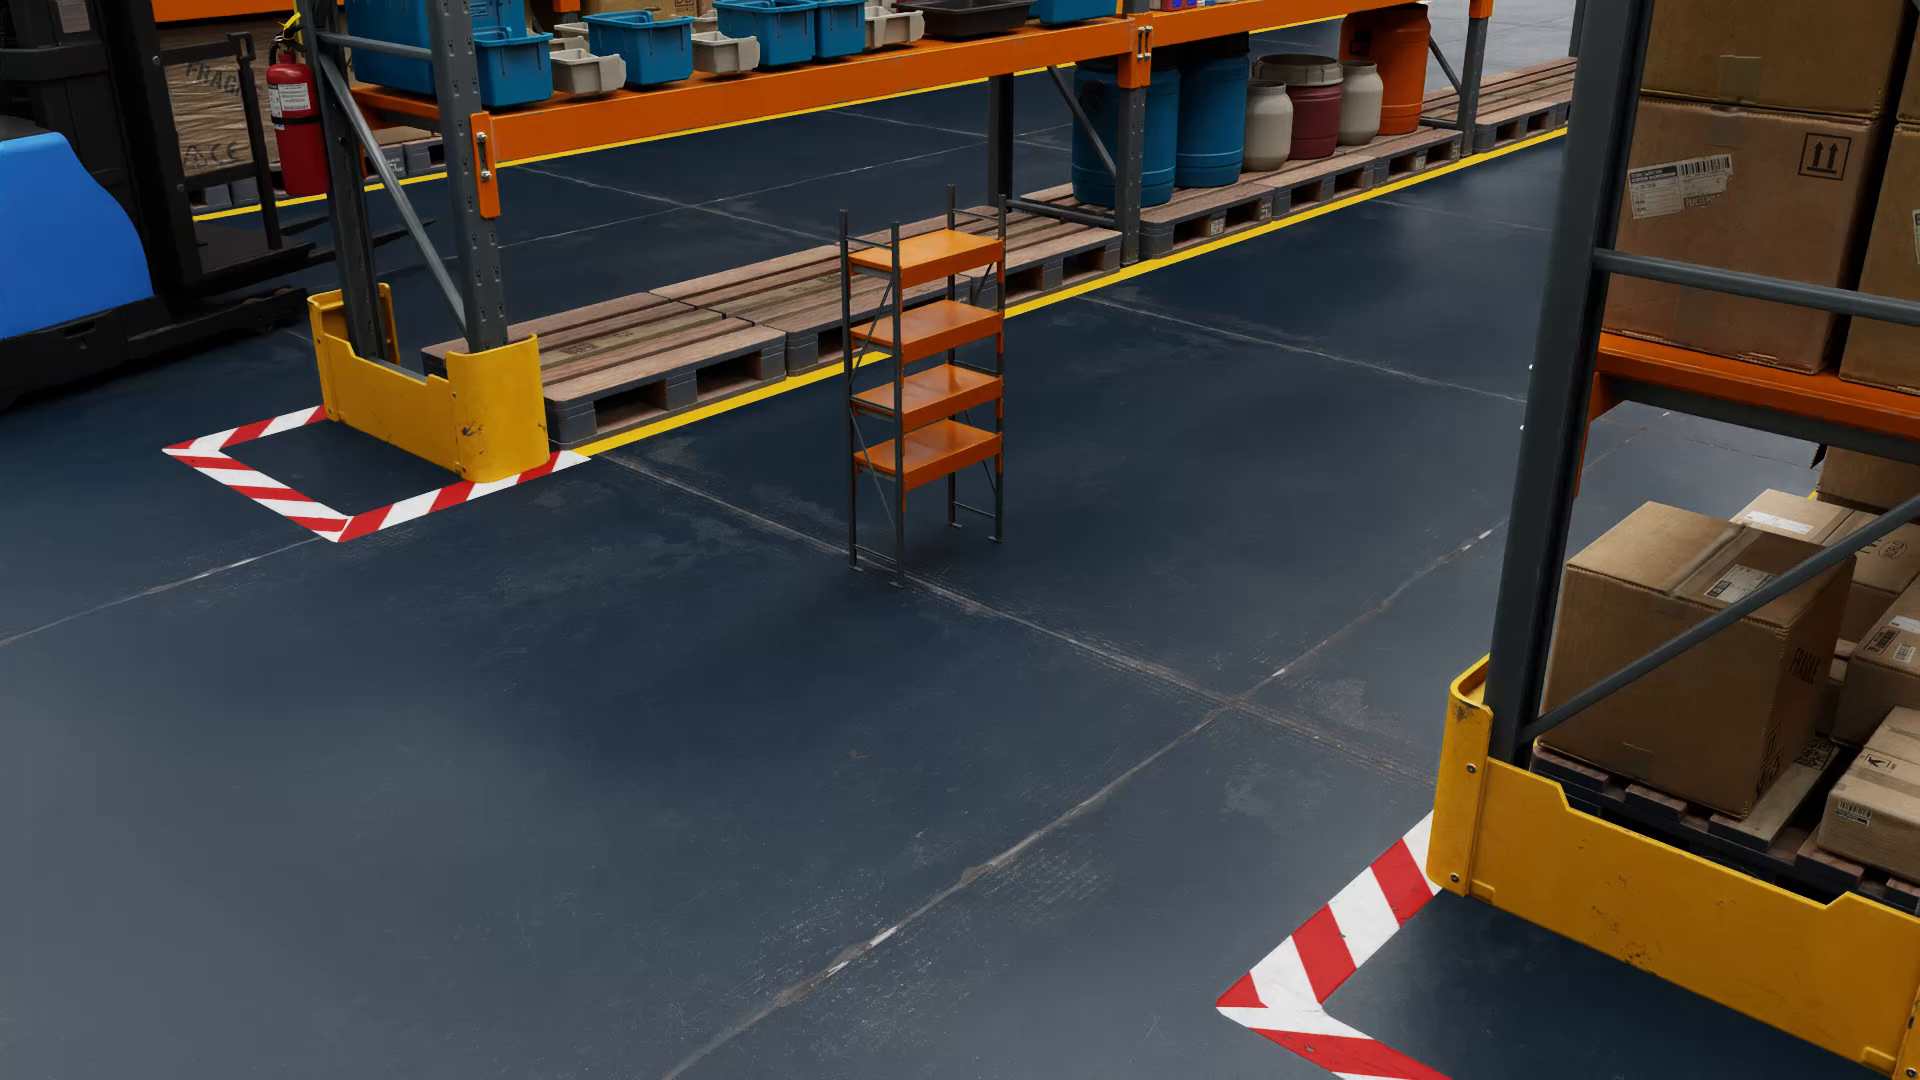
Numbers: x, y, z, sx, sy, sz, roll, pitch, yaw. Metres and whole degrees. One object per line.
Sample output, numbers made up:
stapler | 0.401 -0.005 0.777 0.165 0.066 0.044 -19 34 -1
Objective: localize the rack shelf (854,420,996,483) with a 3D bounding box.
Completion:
rack shelf | -0.110 -0.290 5.485 0.221 0.050 0.457 20 31 38

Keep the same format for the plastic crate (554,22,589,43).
plastic crate | -1.487 -2.081 6.973 0.396 0.136 0.243 20 31 38

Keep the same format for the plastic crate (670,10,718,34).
plastic crate | -1.136 -2.268 7.390 0.298 0.136 0.250 20 31 38

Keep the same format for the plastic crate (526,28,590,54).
plastic crate | -1.692 -1.996 6.785 0.396 0.136 0.243 20 31 38

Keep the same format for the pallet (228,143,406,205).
pallet | -4.500 -2.506 11.082 1.003 0.211 1.213 20 31 38

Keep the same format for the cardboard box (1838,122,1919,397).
cardboard box | 2.078 -0.547 3.181 0.500 0.500 0.500 21 32 39

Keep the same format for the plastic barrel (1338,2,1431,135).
plastic barrel | 2.924 -3.277 11.531 0.600 0.830 0.708 20 31 38

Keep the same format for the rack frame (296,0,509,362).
rack frame | -2.101 -1.792 6.079 1.000 3.000 0.127 20 31 38

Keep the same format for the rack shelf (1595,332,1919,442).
rack shelf | 2.920 -0.841 4.512 0.919 0.052 3.809 20 31 38

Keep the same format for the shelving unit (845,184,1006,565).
shelving unit | -0.109 -0.498 5.394 0.258 1.200 0.499 20 31 38

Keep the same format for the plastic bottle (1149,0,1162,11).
plastic bottle | 1.072 -3.019 8.877 0.144 0.351 0.185 20 31 38

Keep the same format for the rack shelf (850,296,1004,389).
rack shelf | -0.110 -0.640 5.328 0.258 0.148 0.480 20 31 38

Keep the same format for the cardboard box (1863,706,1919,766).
cardboard box | 2.288 0.544 3.795 0.380 0.166 0.250 20 31 38

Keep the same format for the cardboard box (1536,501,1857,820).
cardboard box | 1.765 0.269 4.001 0.500 0.500 0.500 20 31 38

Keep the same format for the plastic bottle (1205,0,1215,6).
plastic bottle | 1.348 -3.057 9.059 0.097 0.271 0.097 0 24 0

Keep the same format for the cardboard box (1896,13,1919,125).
cardboard box | 2.078 -1.003 2.976 0.500 0.500 0.500 21 32 39

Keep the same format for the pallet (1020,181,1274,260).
pallet | 1.115 -1.962 9.867 1.003 0.211 1.213 20 31 38

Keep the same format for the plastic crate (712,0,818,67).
plastic crate | -0.812 -2.129 6.963 0.416 0.233 0.300 20 31 38

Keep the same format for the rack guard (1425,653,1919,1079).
rack guard | 1.636 0.680 3.623 1.175 0.500 0.348 20 31 38

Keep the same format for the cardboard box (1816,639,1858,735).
cardboard box | 2.102 0.323 4.290 0.380 0.166 0.250 20 31 38

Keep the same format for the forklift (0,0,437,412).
forklift | -3.848 -2.403 7.527 1.130 2.935 3.031 12 27 24

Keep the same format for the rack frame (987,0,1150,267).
rack frame | 0.569 -3.010 8.797 1.000 3.000 0.127 20 31 38

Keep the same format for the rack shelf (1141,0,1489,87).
rack shelf | 1.903 -3.291 10.304 1.077 0.370 4.000 20 31 38

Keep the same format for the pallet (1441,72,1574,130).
pallet | 4.599 -3.552 13.414 1.003 0.211 1.213 20 31 38

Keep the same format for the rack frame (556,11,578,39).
rack frame | -3.120 -4.363 11.814 1.000 3.000 0.127 20 31 38

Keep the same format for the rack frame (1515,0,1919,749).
rack frame | 1.588 -0.437 3.058 0.949 2.616 0.053 20 31 38

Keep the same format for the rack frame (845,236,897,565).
rack frame | -0.274 -0.423 5.227 0.228 1.046 0.006 20 31 38

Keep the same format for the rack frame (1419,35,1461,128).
rack frame | 3.236 -4.230 11.517 0.949 2.616 0.053 20 31 38

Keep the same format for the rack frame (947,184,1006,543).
rack frame | 0.052 -0.571 5.558 0.240 1.200 0.015 20 31 38

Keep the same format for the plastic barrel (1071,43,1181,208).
plastic barrel | 0.944 -2.405 9.500 0.600 0.901 0.708 20 31 38

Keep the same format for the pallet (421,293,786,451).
pallet | -1.522 -0.760 7.187 1.003 0.211 1.213 20 31 38

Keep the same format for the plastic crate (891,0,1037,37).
plastic crate | 0.022 -2.498 7.917 0.437 0.125 0.590 20 31 38

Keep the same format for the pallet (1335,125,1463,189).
pallet | 2.743 -2.705 11.525 1.003 0.211 1.213 20 31 38

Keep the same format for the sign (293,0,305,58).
sign | -2.521 -2.011 6.370 0.100 0.325 0.005 20 31 38

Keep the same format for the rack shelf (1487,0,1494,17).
rack shelf | 4.573 -4.510 13.022 1.077 0.370 4.000 20 31 38

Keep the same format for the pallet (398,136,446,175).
pallet | -3.686 -2.880 11.915 1.003 0.211 1.213 20 31 38

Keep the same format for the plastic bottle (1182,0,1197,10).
plastic bottle | 1.220 -2.993 8.901 0.061 0.283 0.133 20 31 38

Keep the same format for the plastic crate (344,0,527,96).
plastic crate | -2.017 -1.988 6.401 0.616 0.435 0.499 20 31 38

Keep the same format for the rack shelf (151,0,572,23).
rack shelf | -4.455 -3.425 10.602 1.077 0.370 4.000 20 31 38

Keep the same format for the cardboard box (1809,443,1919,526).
cardboard box | 3.005 -0.144 4.919 0.797 0.503 0.637 20 31 38

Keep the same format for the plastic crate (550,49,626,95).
plastic crate | -1.415 -1.759 6.256 0.250 0.136 0.298 20 31 38

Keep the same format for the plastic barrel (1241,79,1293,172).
plastic barrel | 1.860 -2.591 10.390 0.421 0.512 0.421 0 24 0

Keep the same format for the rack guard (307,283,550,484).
rack guard | -2.107 -0.640 6.566 1.175 0.500 0.348 20 31 38

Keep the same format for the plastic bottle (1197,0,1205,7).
plastic bottle | 1.284 -2.996 9.008 0.097 0.201 0.097 0 24 0

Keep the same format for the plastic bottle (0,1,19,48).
plastic bottle | -4.062 -1.808 7.328 0.177 1.395 0.125 20 31 38

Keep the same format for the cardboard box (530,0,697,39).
cardboard box | -2.708 -3.785 12.610 1.225 0.875 0.875 20 31 38

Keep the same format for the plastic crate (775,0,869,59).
plastic crate | -0.612 -2.220 7.167 0.416 0.233 0.300 20 31 38

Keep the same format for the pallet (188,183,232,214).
pallet | -5.314 -2.136 10.257 1.003 0.211 1.213 20 31 38
